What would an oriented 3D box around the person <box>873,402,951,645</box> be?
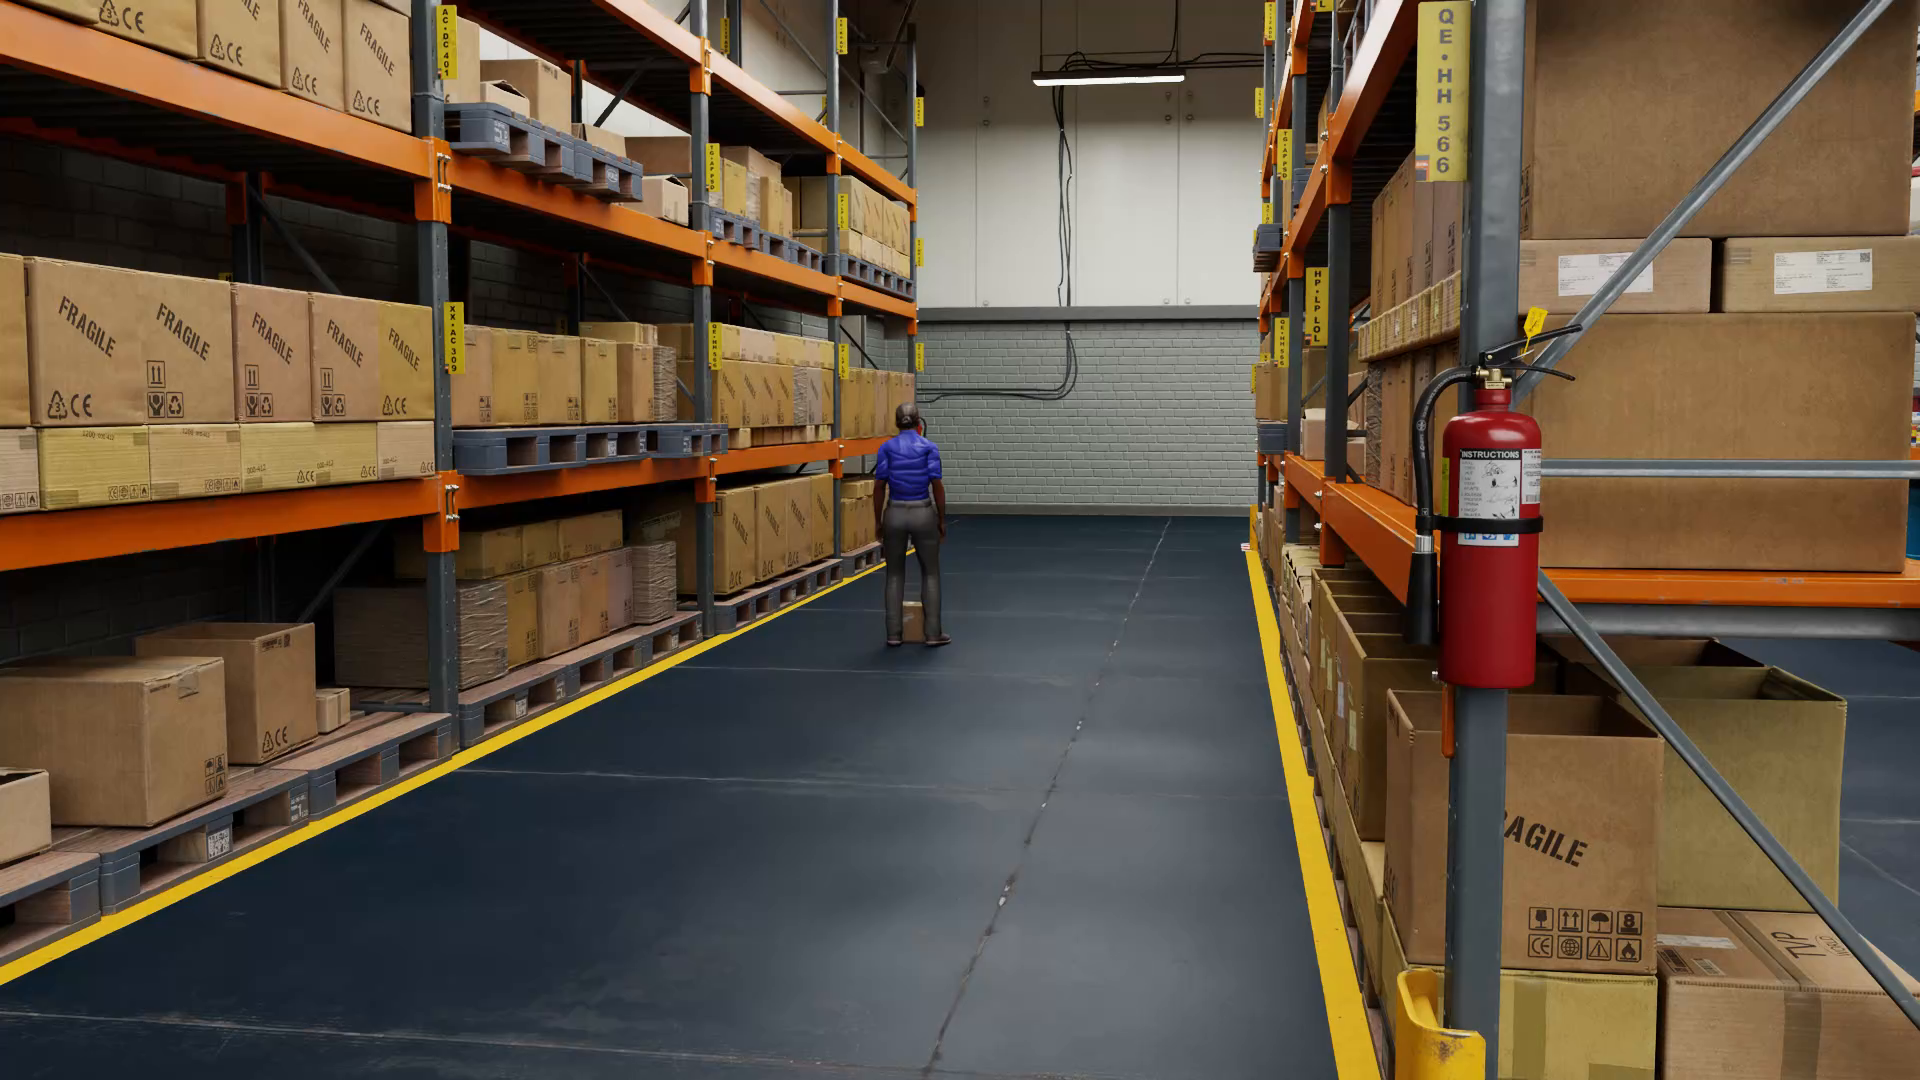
[{"bbox_3d":[-0.328,-0.109,11.307,0.519,1.653,0.349,0,5,6],"label":"person"}]
